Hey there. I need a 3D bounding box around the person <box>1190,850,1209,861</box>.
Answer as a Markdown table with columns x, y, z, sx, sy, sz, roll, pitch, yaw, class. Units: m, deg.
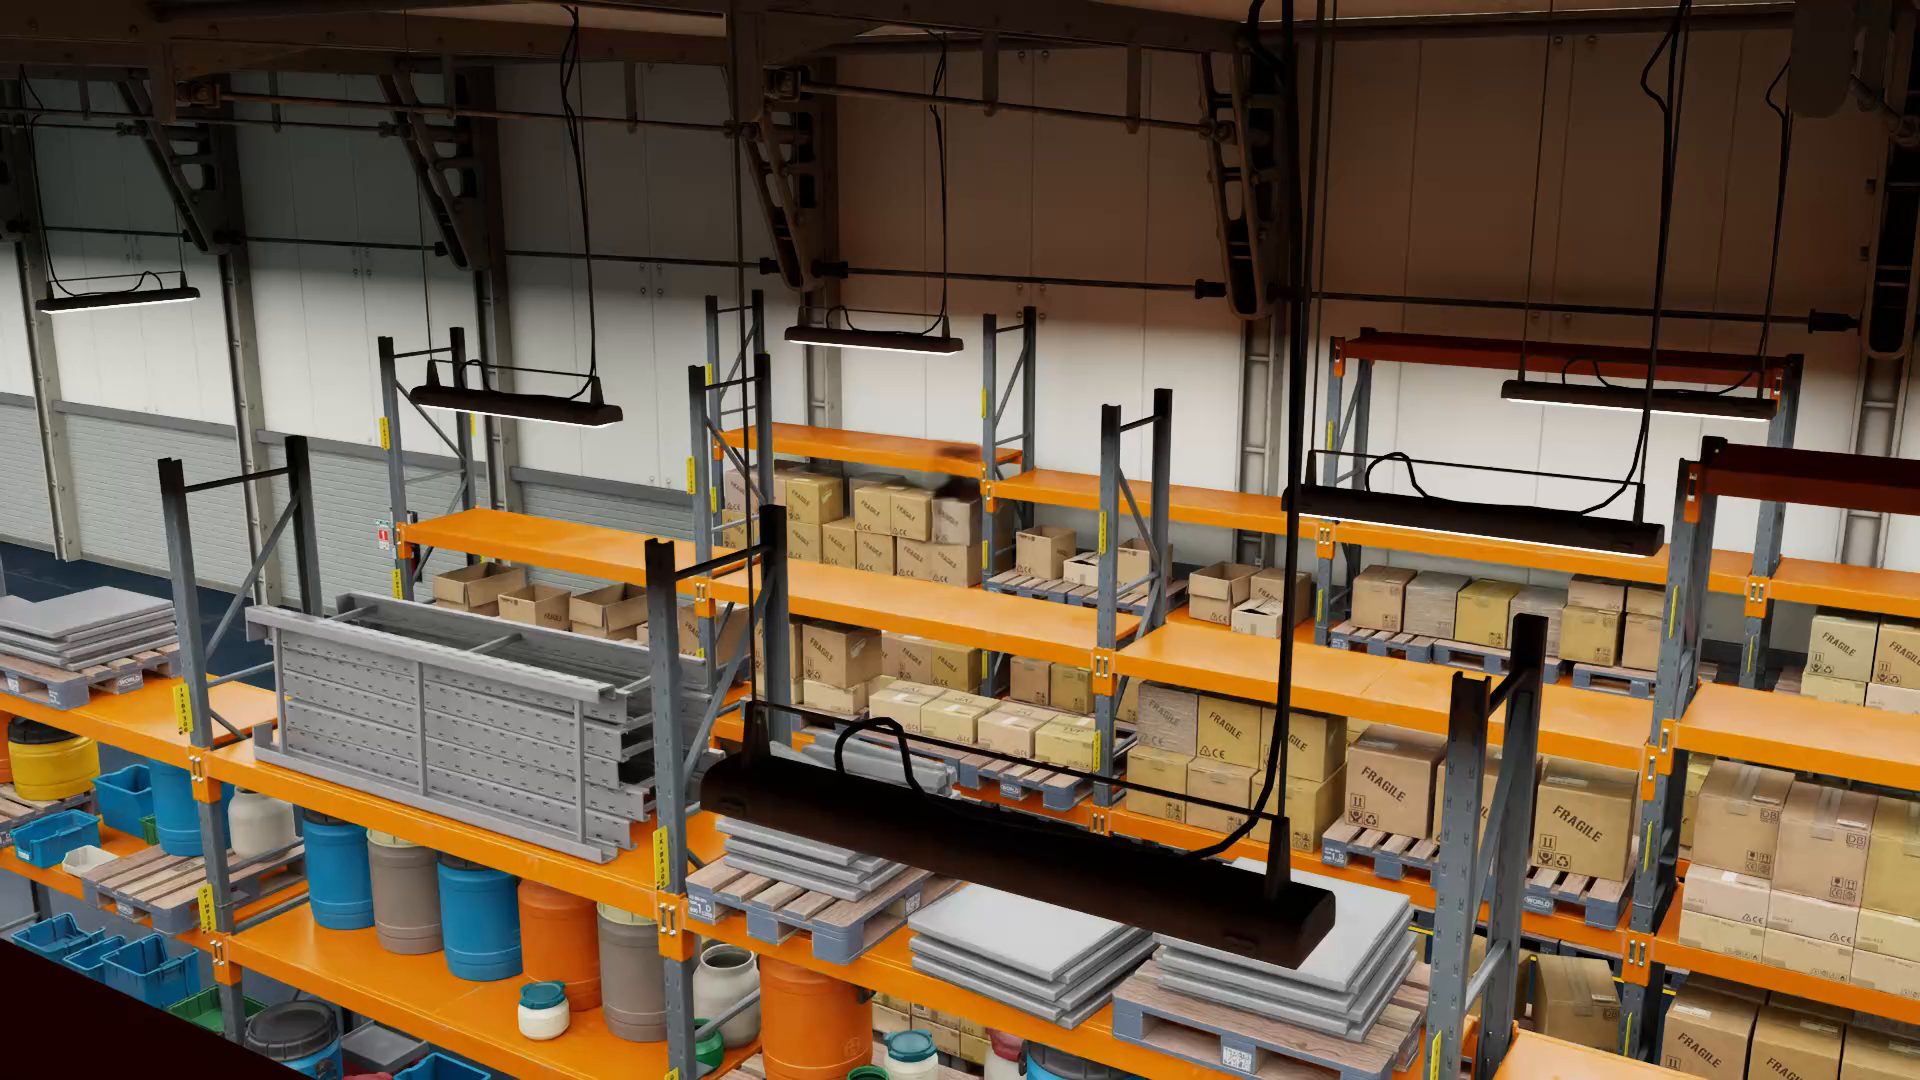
| x | y | z | sx | sy | sz | roll | pitch | yaw | class |
| --- | --- | --- | --- | --- | --- | --- | --- | --- | --- |
| 2.166 | 3.506 | 15.313 | 0.632 | 1.796 | 0.354 | 5 | 15 | 20 | person |
